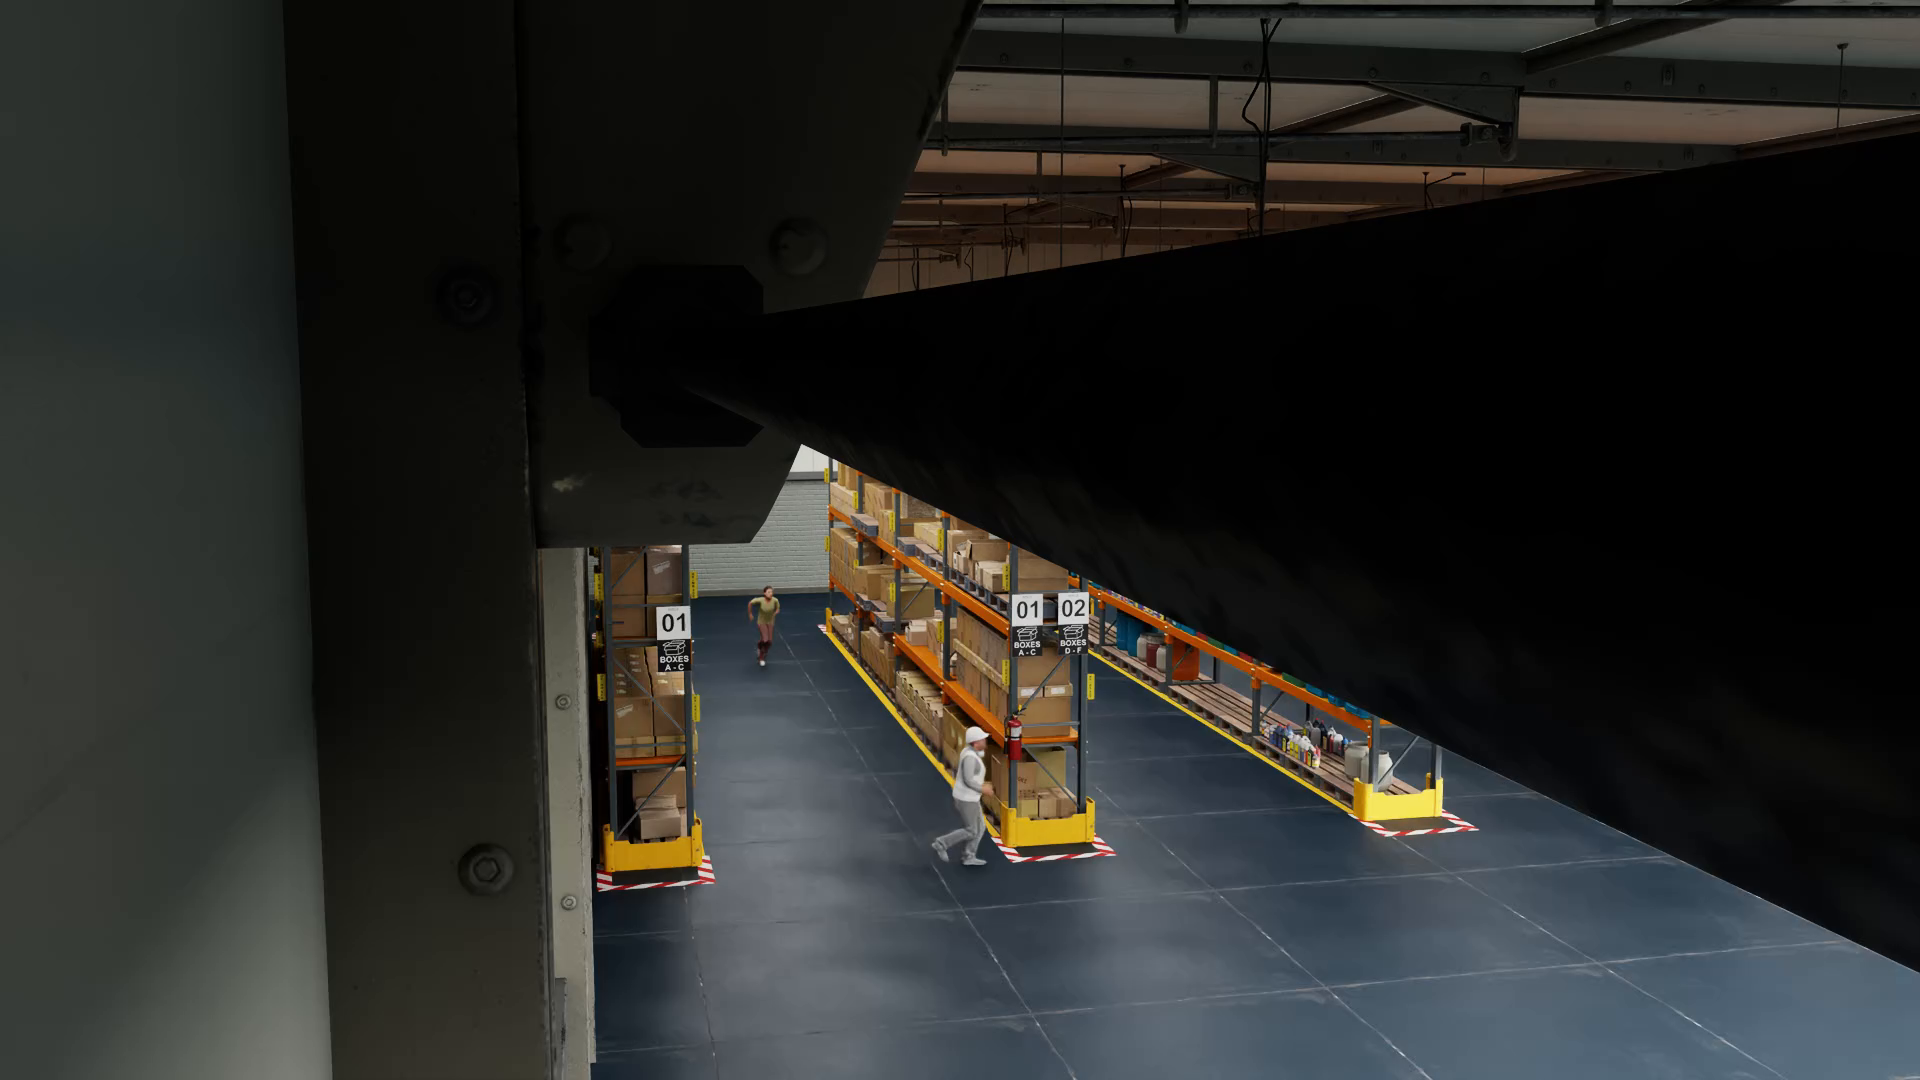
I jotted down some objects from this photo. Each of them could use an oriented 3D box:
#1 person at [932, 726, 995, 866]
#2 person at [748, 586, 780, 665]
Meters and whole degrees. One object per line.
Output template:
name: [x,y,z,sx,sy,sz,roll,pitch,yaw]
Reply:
person: [0.044,3.105,20.123,0.758,1.727,0.654,0,7,3]
person: [-3.804,1.680,32.602,0.572,1.595,0.674,-4,8,-30]
